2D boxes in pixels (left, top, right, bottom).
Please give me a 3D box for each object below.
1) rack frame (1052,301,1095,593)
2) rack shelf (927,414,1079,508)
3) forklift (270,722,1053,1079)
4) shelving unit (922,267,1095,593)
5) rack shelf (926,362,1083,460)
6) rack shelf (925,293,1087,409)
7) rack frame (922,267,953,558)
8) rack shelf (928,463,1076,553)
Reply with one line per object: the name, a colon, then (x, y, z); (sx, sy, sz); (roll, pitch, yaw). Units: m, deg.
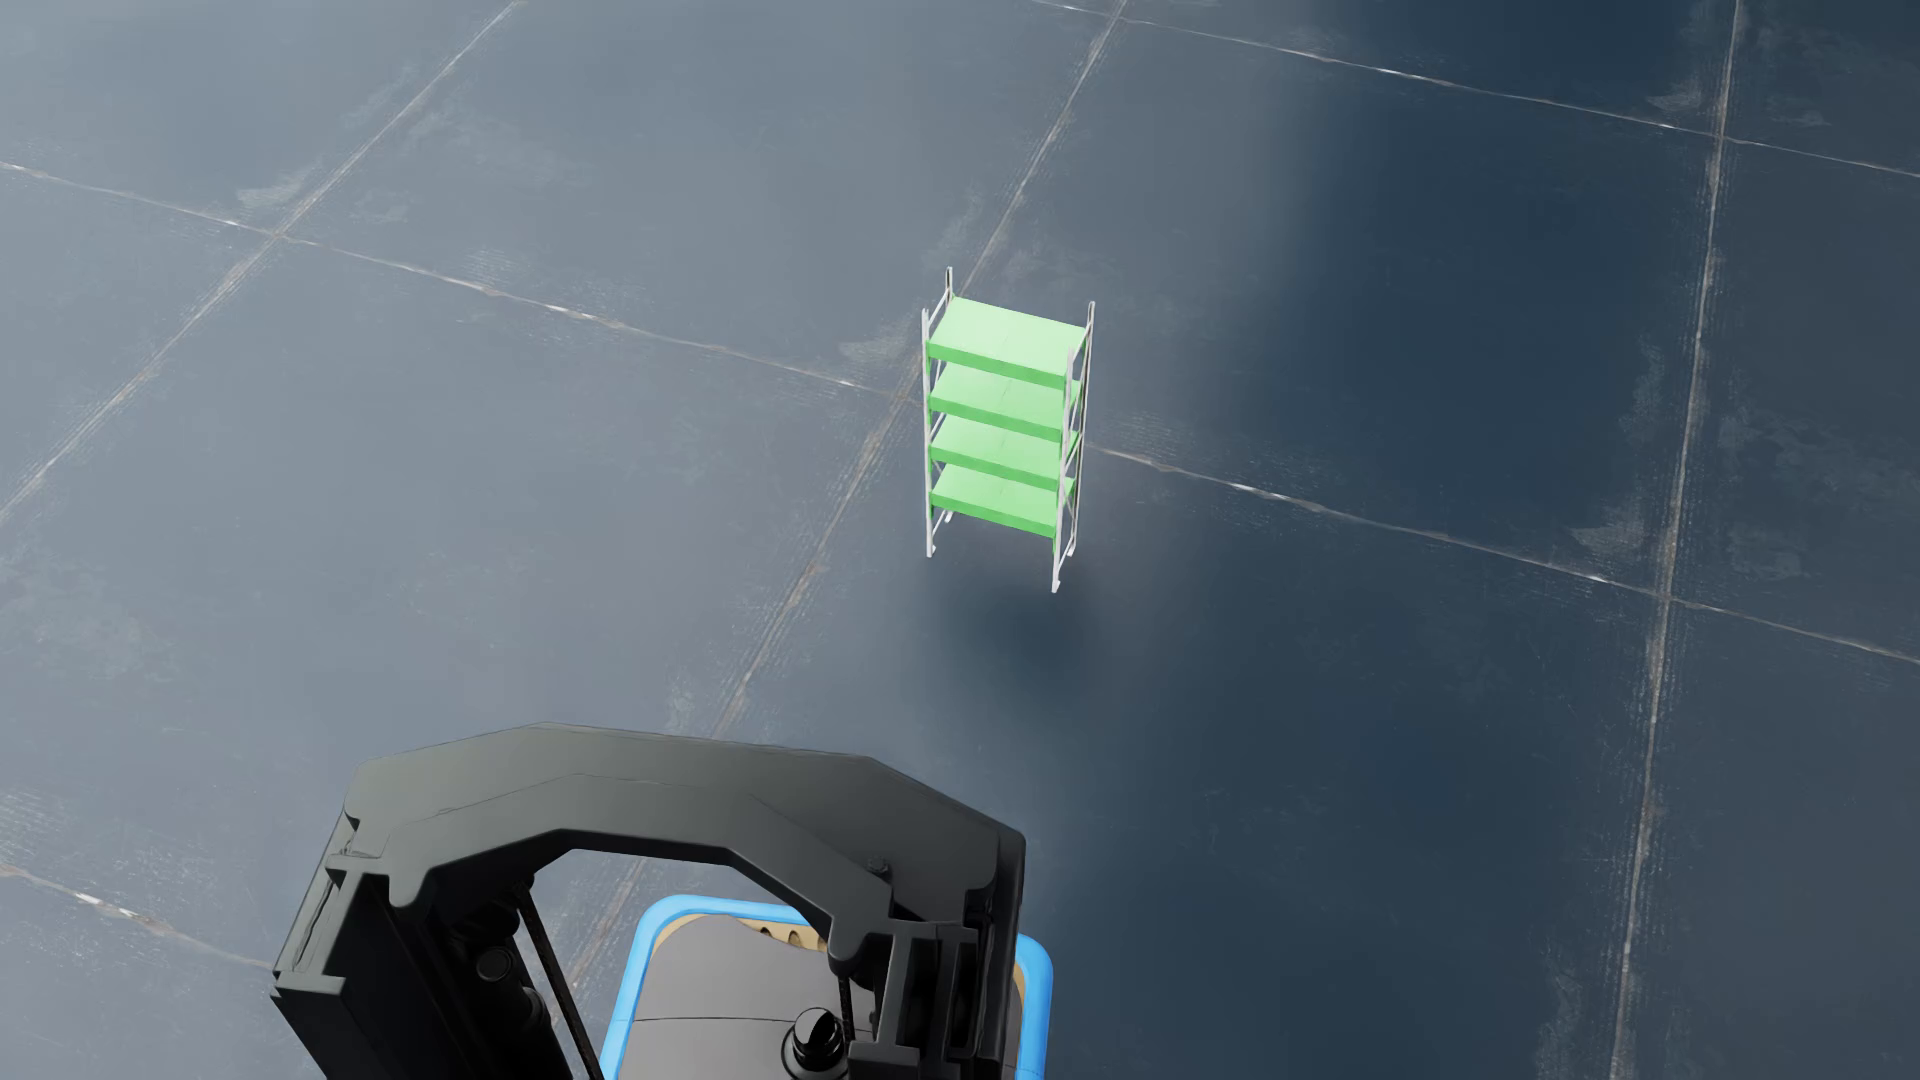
rack frame: (0.384, -0.286, 5.704); (0.015, 1.200, 0.240); (16, 51, 13)
rack shelf: (0.155, -0.308, 5.807); (0.480, 0.148, 0.258); (16, 51, 13)
forklift: (-0.462, 1.761, 2.784); (1.130, 2.935, 3.031); (6, 49, 5)
shelving unit: (0.155, -0.350, 5.759); (0.503, 1.200, 0.258); (16, 51, 13)
rack shelf: (0.155, -0.465, 5.626); (0.480, 0.148, 0.258); (16, 51, 13)
rack shelf: (0.155, -0.622, 5.445); (0.480, 0.148, 0.258); (16, 51, 13)
rack frame: (-0.074, -0.414, 5.814); (0.015, 1.200, 0.240); (16, 51, 13)
rack shelf: (0.155, -0.151, 5.989); (0.480, 0.148, 0.258); (16, 51, 13)
